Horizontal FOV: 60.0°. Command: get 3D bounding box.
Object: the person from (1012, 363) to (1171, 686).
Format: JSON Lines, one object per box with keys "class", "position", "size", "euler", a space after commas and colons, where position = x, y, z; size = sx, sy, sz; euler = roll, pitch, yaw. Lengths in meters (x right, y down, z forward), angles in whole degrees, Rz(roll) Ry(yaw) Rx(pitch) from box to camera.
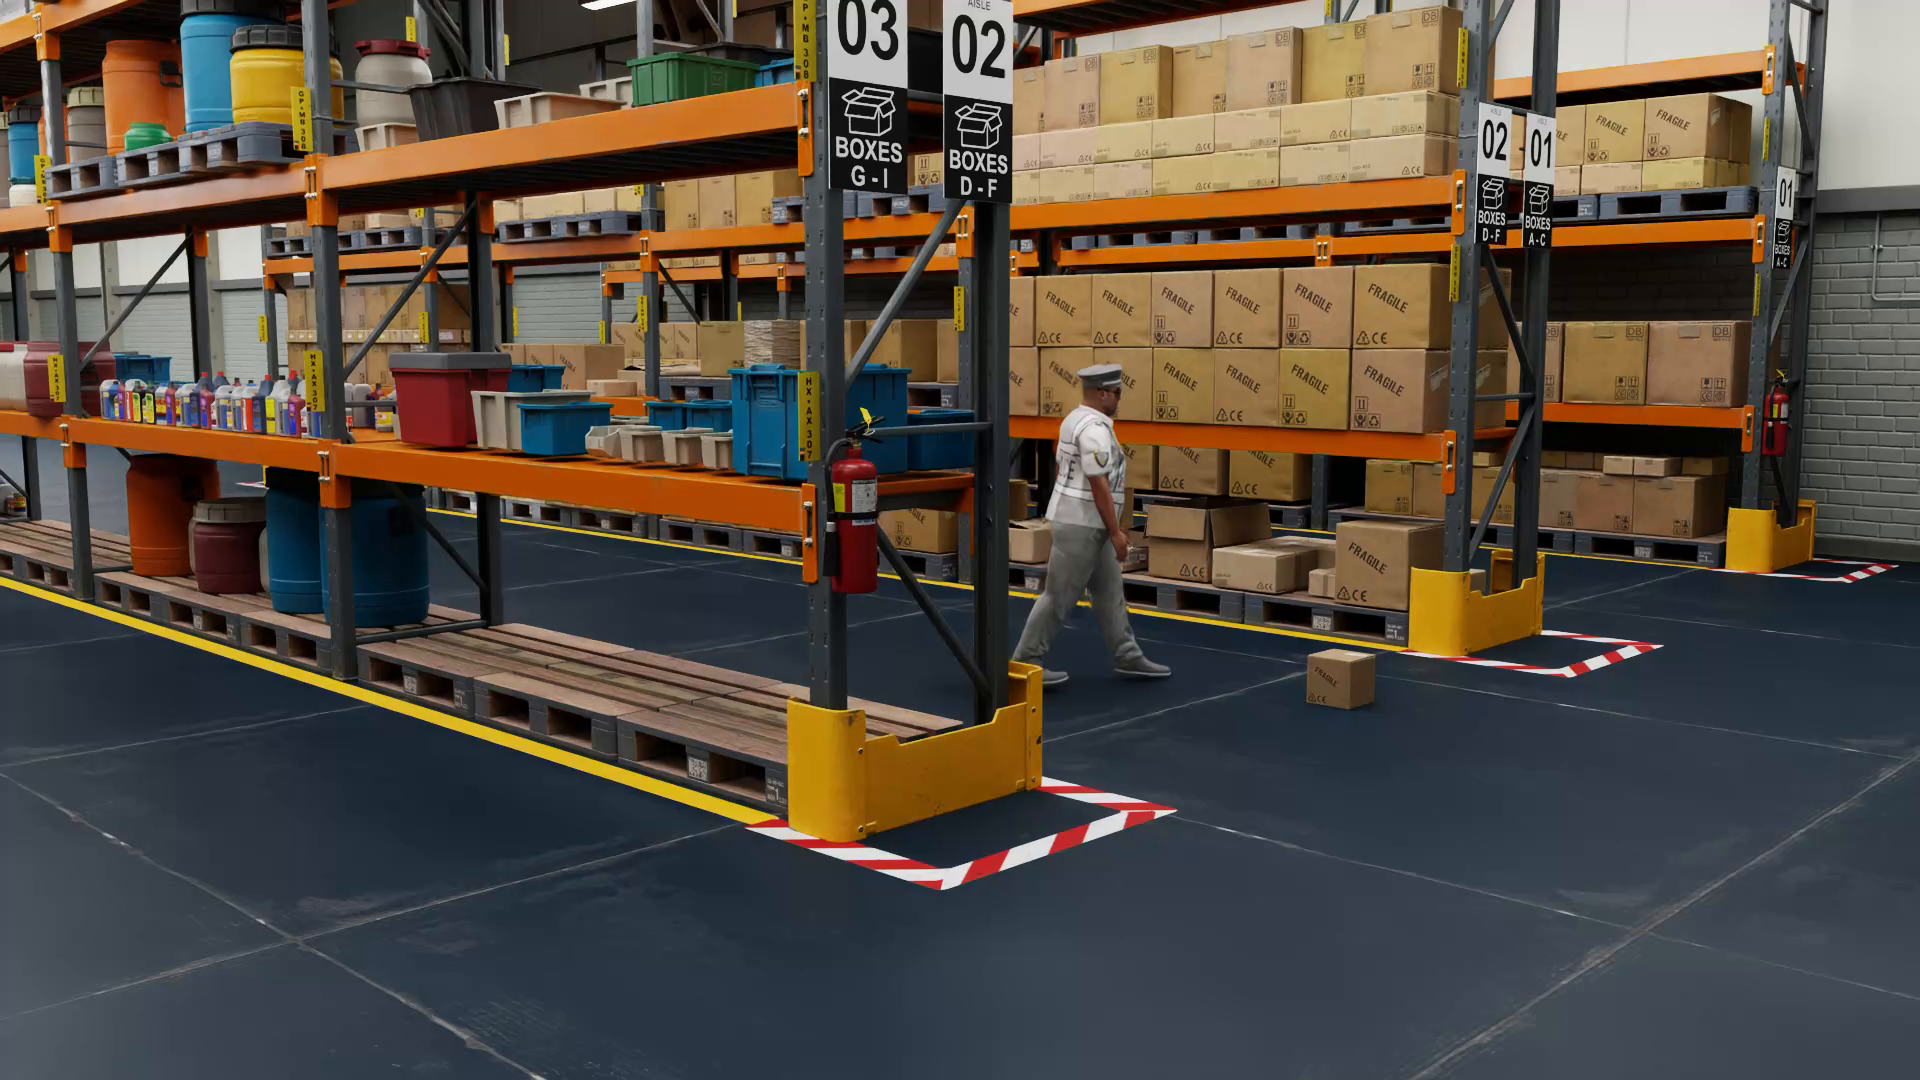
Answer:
{"class": "person", "position": [0.716, -0.077, 8.839], "size": [0.932, 1.717, 0.539], "euler": [-1, 7, -5]}
